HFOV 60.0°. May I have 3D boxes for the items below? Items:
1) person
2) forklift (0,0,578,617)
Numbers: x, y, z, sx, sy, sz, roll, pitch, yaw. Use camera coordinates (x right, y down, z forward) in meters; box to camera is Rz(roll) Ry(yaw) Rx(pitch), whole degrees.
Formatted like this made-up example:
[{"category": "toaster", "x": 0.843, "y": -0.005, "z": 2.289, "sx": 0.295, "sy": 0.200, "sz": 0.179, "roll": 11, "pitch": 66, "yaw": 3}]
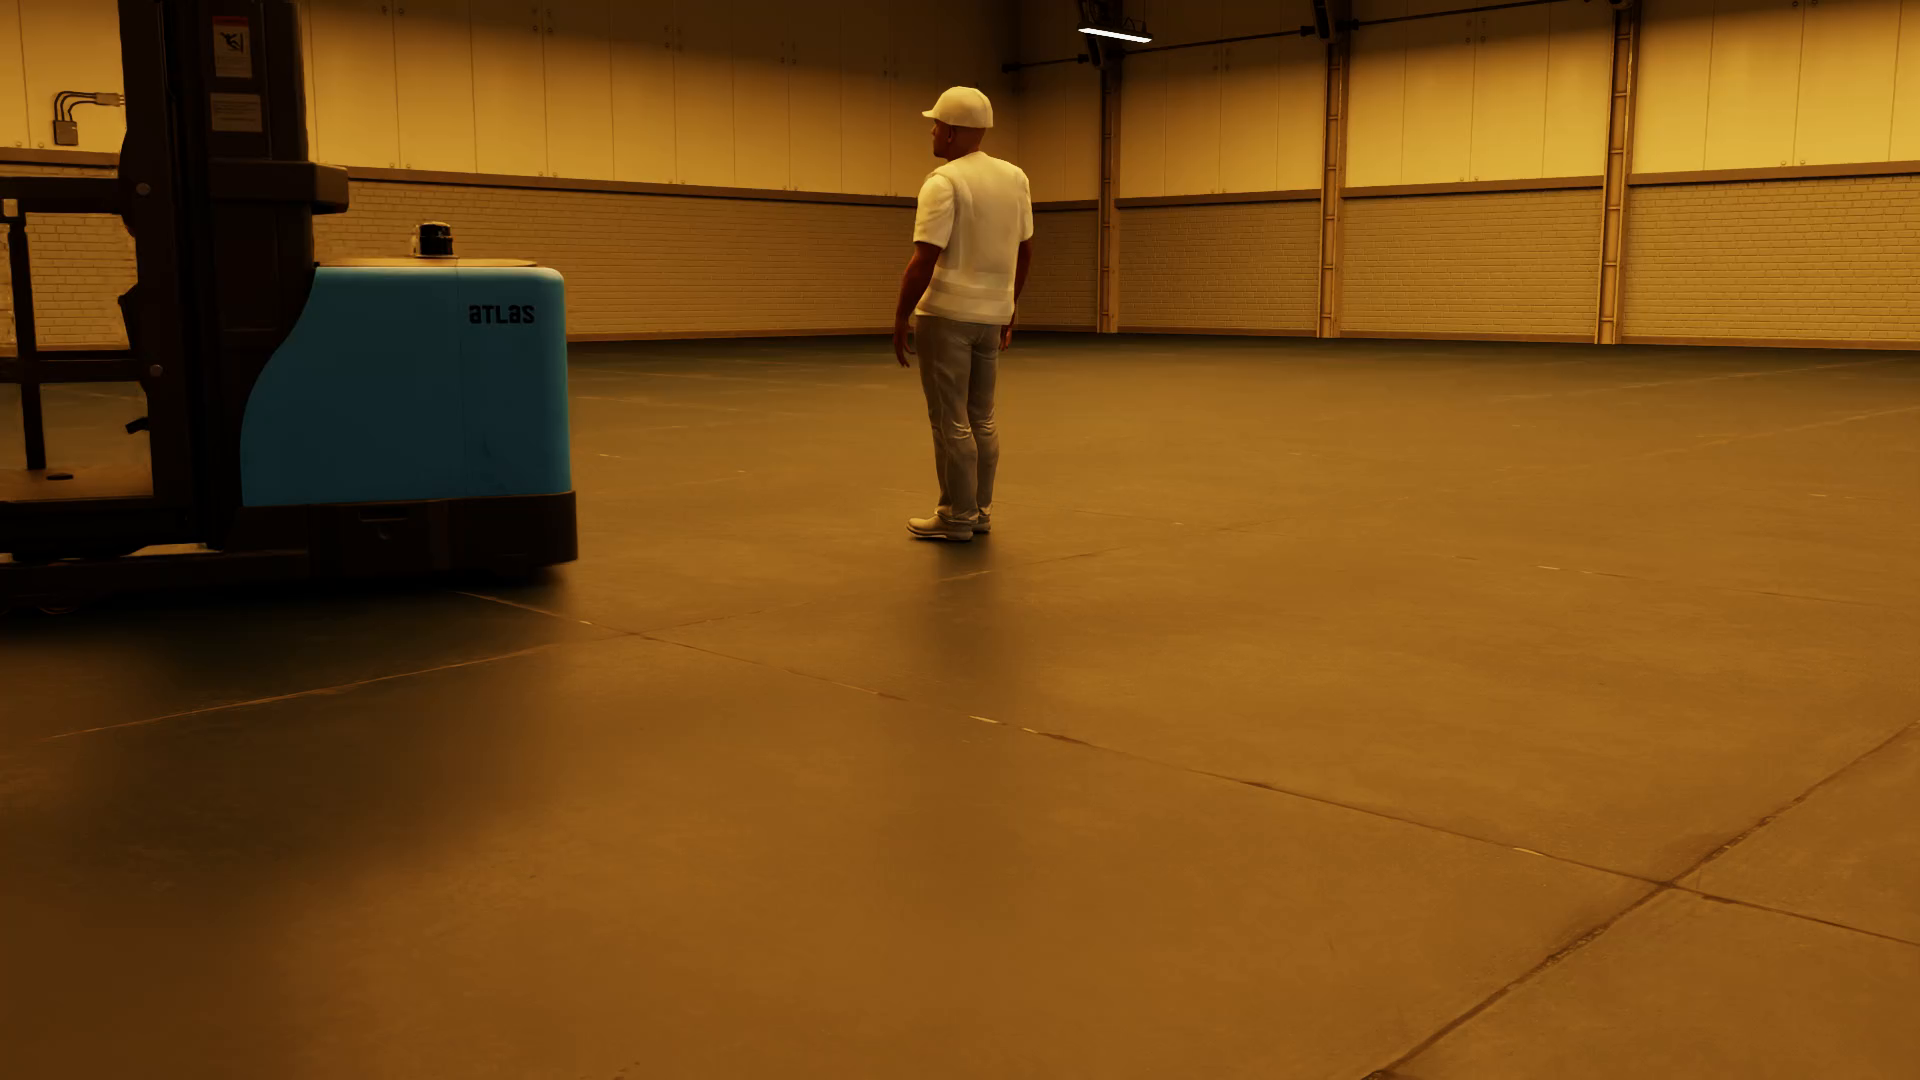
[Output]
[{"category": "person", "x": -0.046, "y": -0.885, "z": 6.637, "sx": 0.576, "sy": 1.760, "sz": 0.665, "roll": 8, "pitch": 12, "yaw": 43}, {"category": "forklift", "x": -2.905, "y": -1.294, "z": 5.470, "sx": 3.031, "sy": 2.935, "sz": 1.130, "roll": -3, "pitch": 9, "yaw": -21}]
